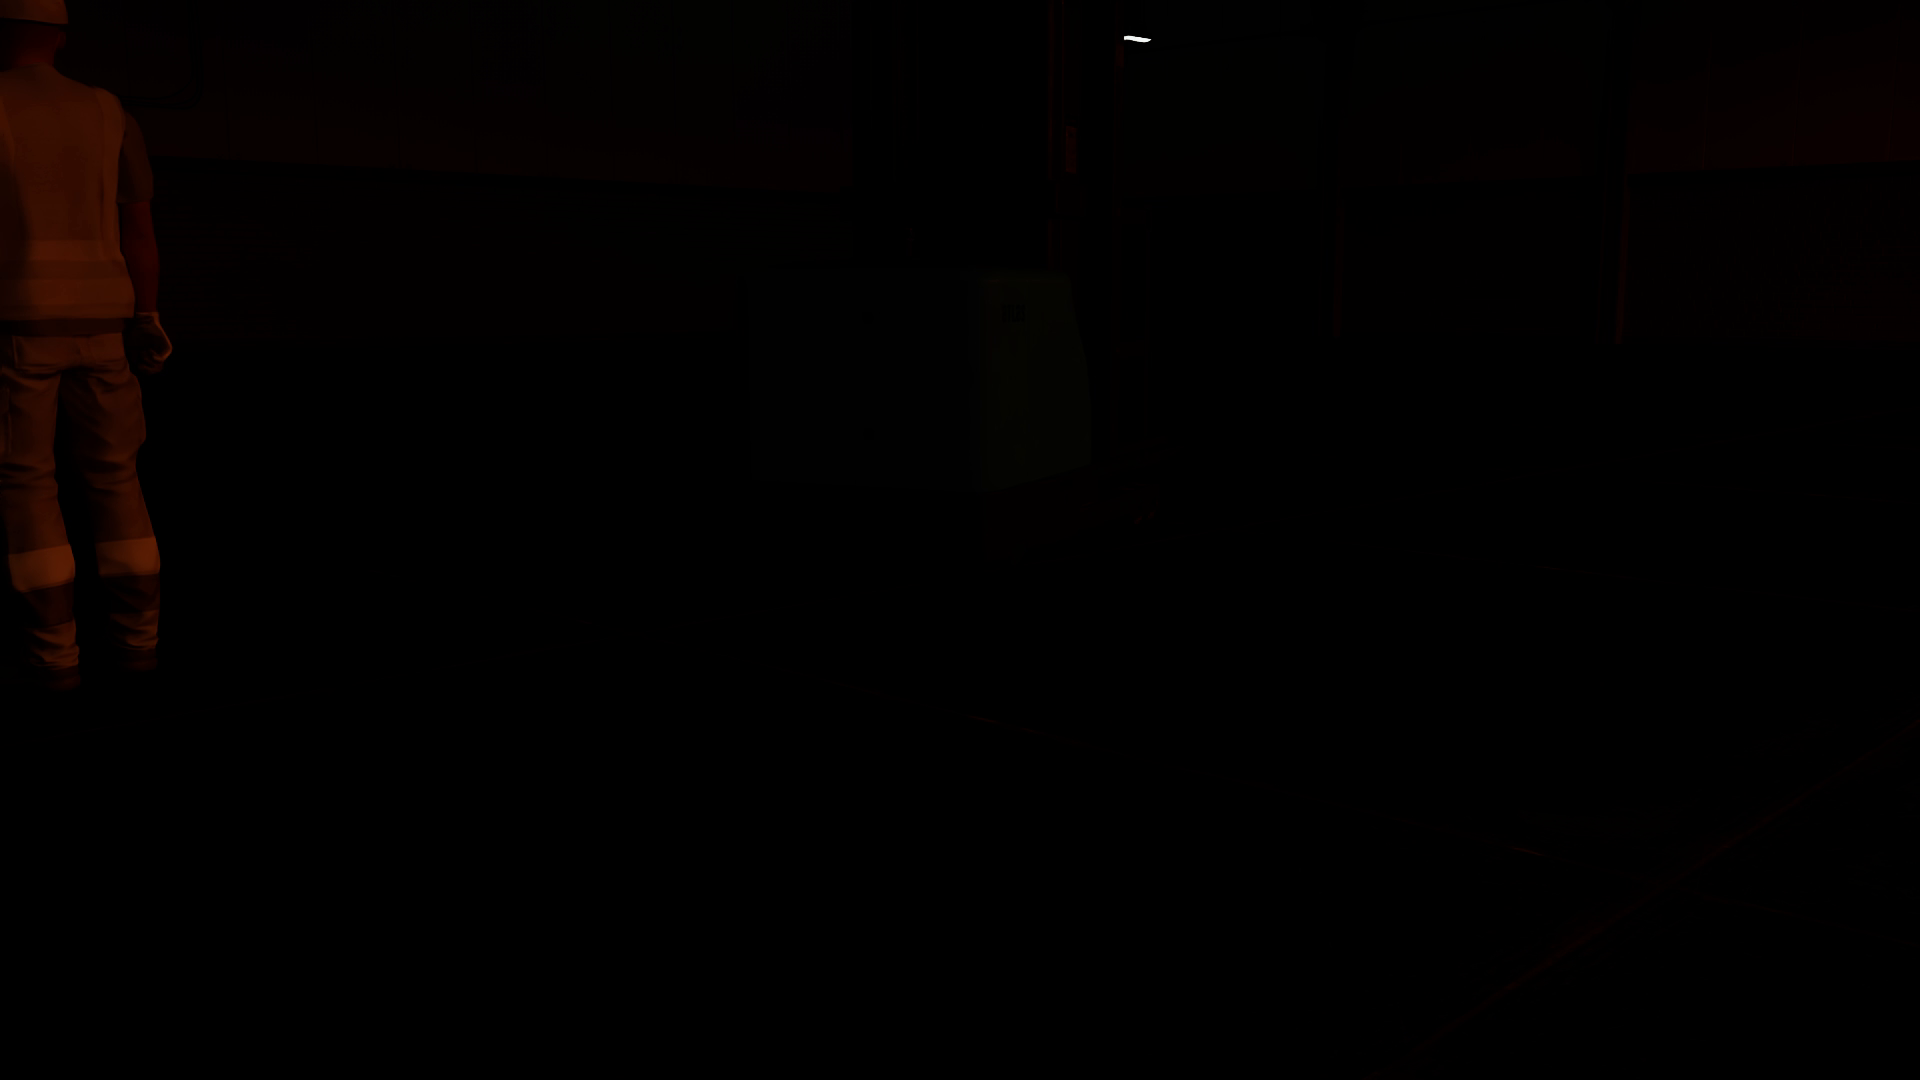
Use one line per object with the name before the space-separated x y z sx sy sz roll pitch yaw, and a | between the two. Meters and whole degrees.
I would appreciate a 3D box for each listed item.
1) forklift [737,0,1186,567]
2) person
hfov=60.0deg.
forklift | 0.235 -1.534 7.062 1.130 2.935 3.031 4 9 23
person | -2.315 -0.527 4.209 0.370 1.795 0.595 6 10 34
